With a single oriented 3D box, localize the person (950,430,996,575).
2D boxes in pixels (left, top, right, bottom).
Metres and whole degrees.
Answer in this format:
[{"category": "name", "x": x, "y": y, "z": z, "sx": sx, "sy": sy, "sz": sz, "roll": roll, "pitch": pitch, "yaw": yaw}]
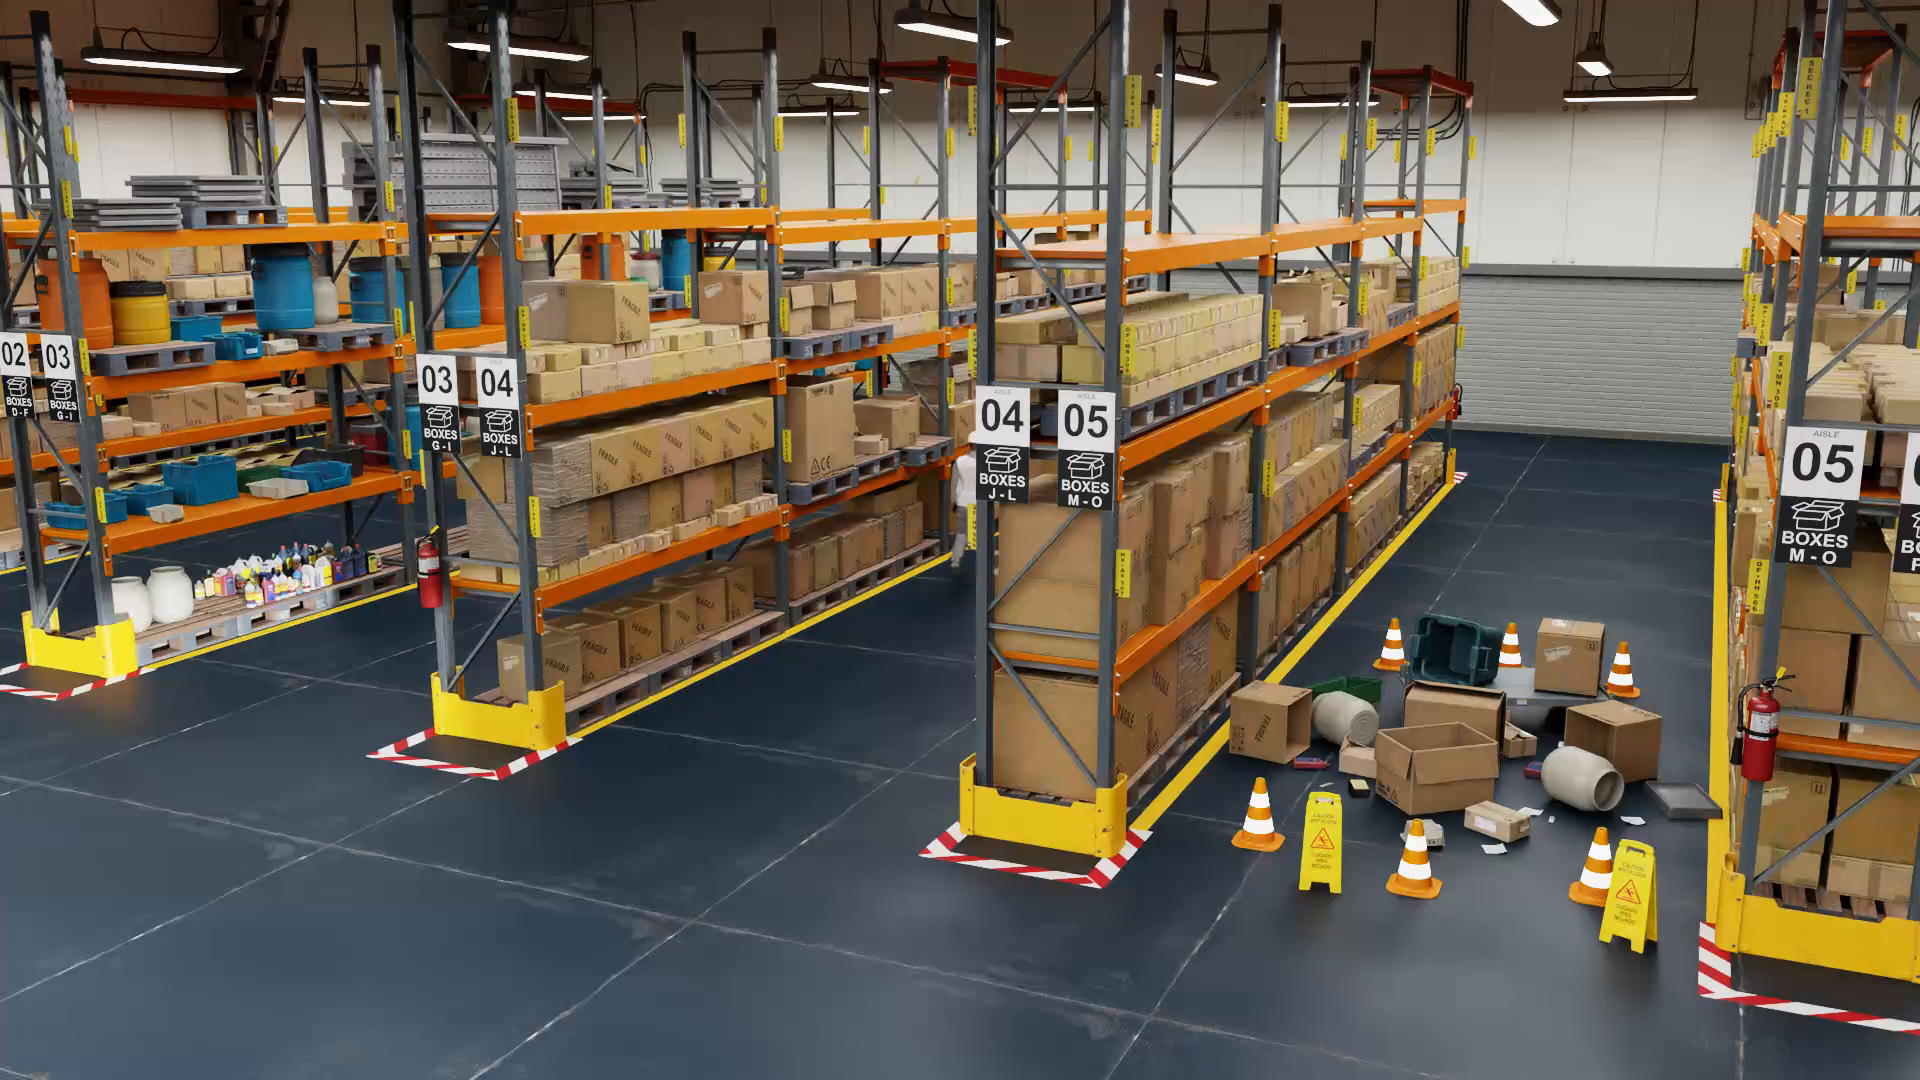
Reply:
[{"category": "person", "x": 0.180, "y": -0.401, "z": 19.204, "sx": 0.575, "sy": 1.765, "sz": 0.668, "roll": 4, "pitch": 13, "yaw": 18}]
